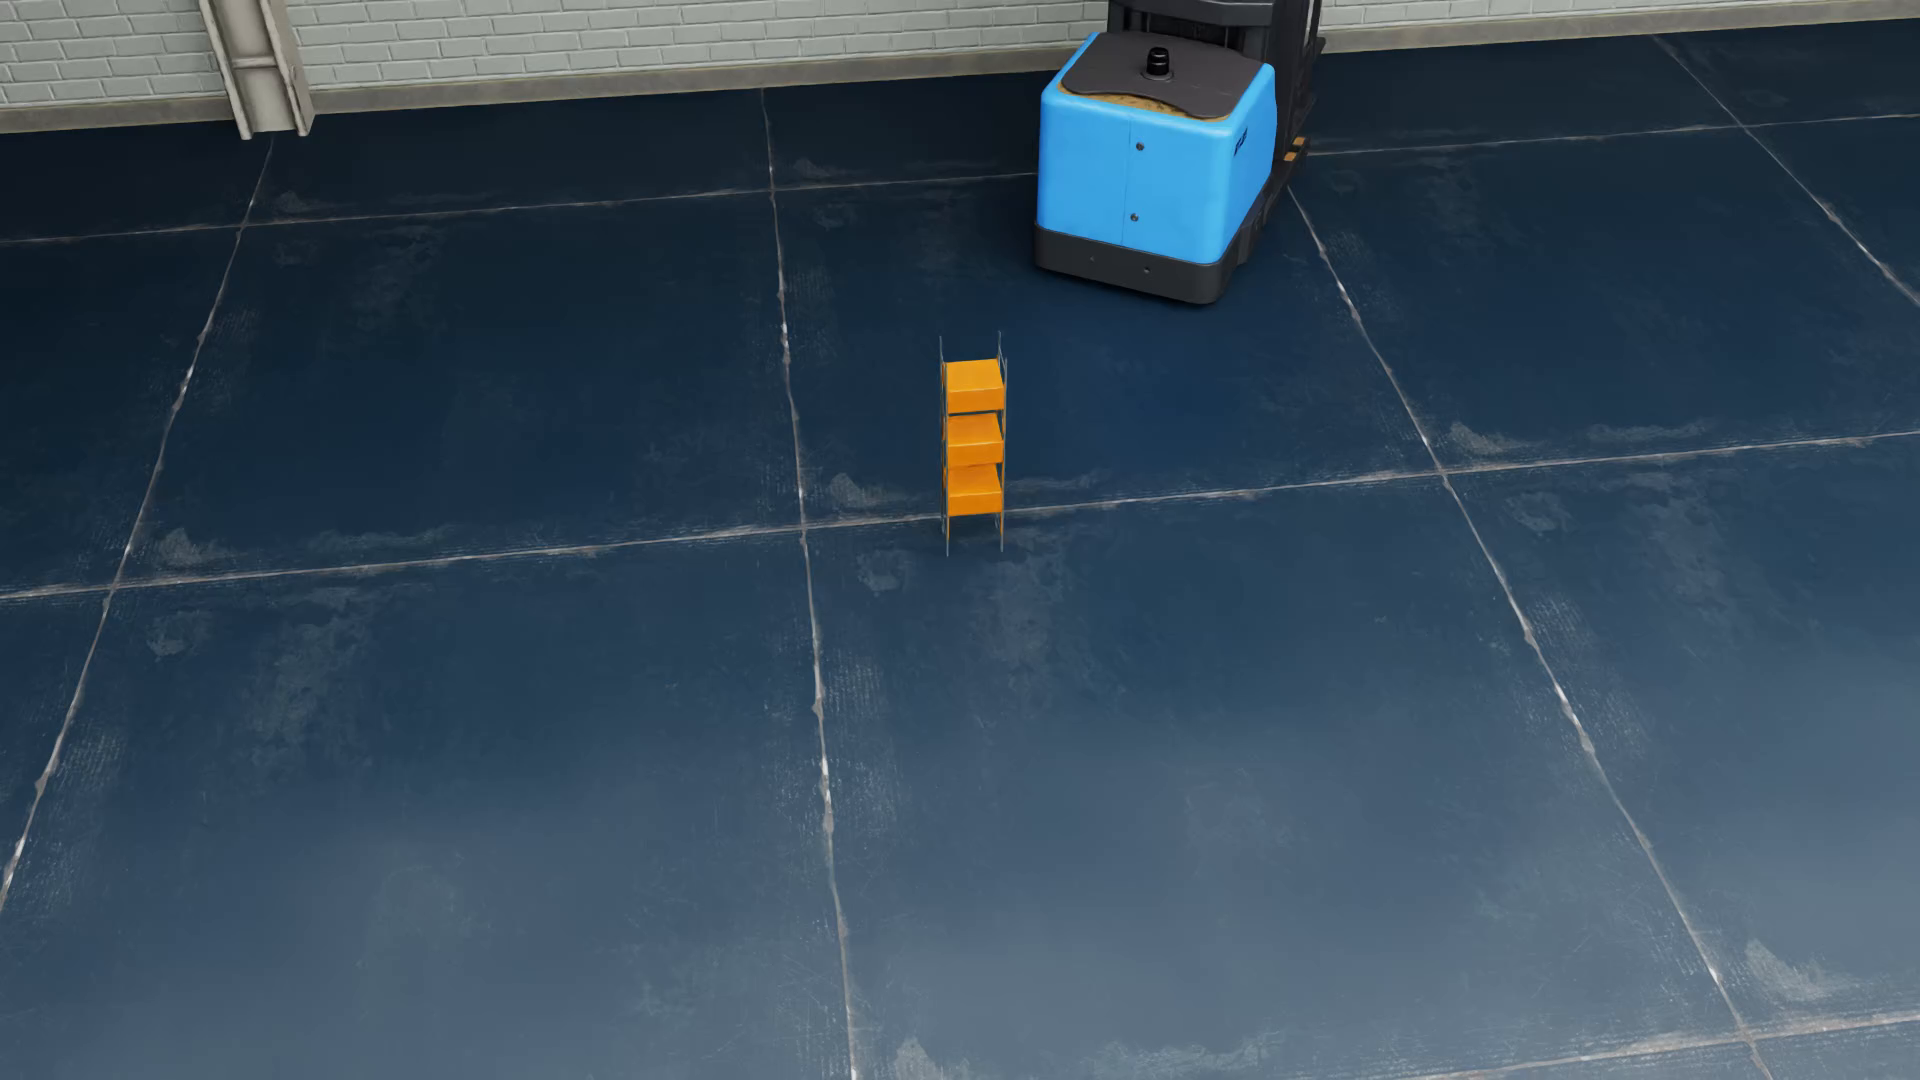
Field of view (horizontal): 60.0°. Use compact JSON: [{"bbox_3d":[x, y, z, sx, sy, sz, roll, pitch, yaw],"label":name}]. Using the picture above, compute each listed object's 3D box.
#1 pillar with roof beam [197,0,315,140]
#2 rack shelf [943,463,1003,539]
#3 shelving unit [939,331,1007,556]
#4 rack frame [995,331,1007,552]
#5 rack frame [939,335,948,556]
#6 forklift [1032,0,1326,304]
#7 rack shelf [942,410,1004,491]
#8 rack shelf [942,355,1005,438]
[{"bbox_3d":[-3.666,-3.053,4.131,0.400,9.000,9.100,-5,42,-6],"label":"pillar with roof beam"},{"bbox_3d":[0.053,-0.180,7.312,0.240,0.259,0.215,-5,42,-6],"label":"rack shelf"},{"bbox_3d":[0.053,-0.394,7.119,0.252,1.050,0.215,-5,42,-6],"label":"shelving unit"},{"bbox_3d":[0.174,-0.405,7.130,0.008,1.050,0.200,-5,42,-6],"label":"rack frame"},{"bbox_3d":[-0.068,-0.384,7.107,0.008,1.050,0.200,-5,42,-6],"label":"rack frame"},{"bbox_3d":[1.444,-3.319,8.957,1.130,2.935,3.031,16,45,17],"label":"forklift"},{"bbox_3d":[0.053,-0.387,7.126,0.240,0.259,0.215,-5,42,-6],"label":"rack shelf"},{"bbox_3d":[0.053,-0.597,6.936,0.240,0.259,0.215,-5,42,-6],"label":"rack shelf"}]
